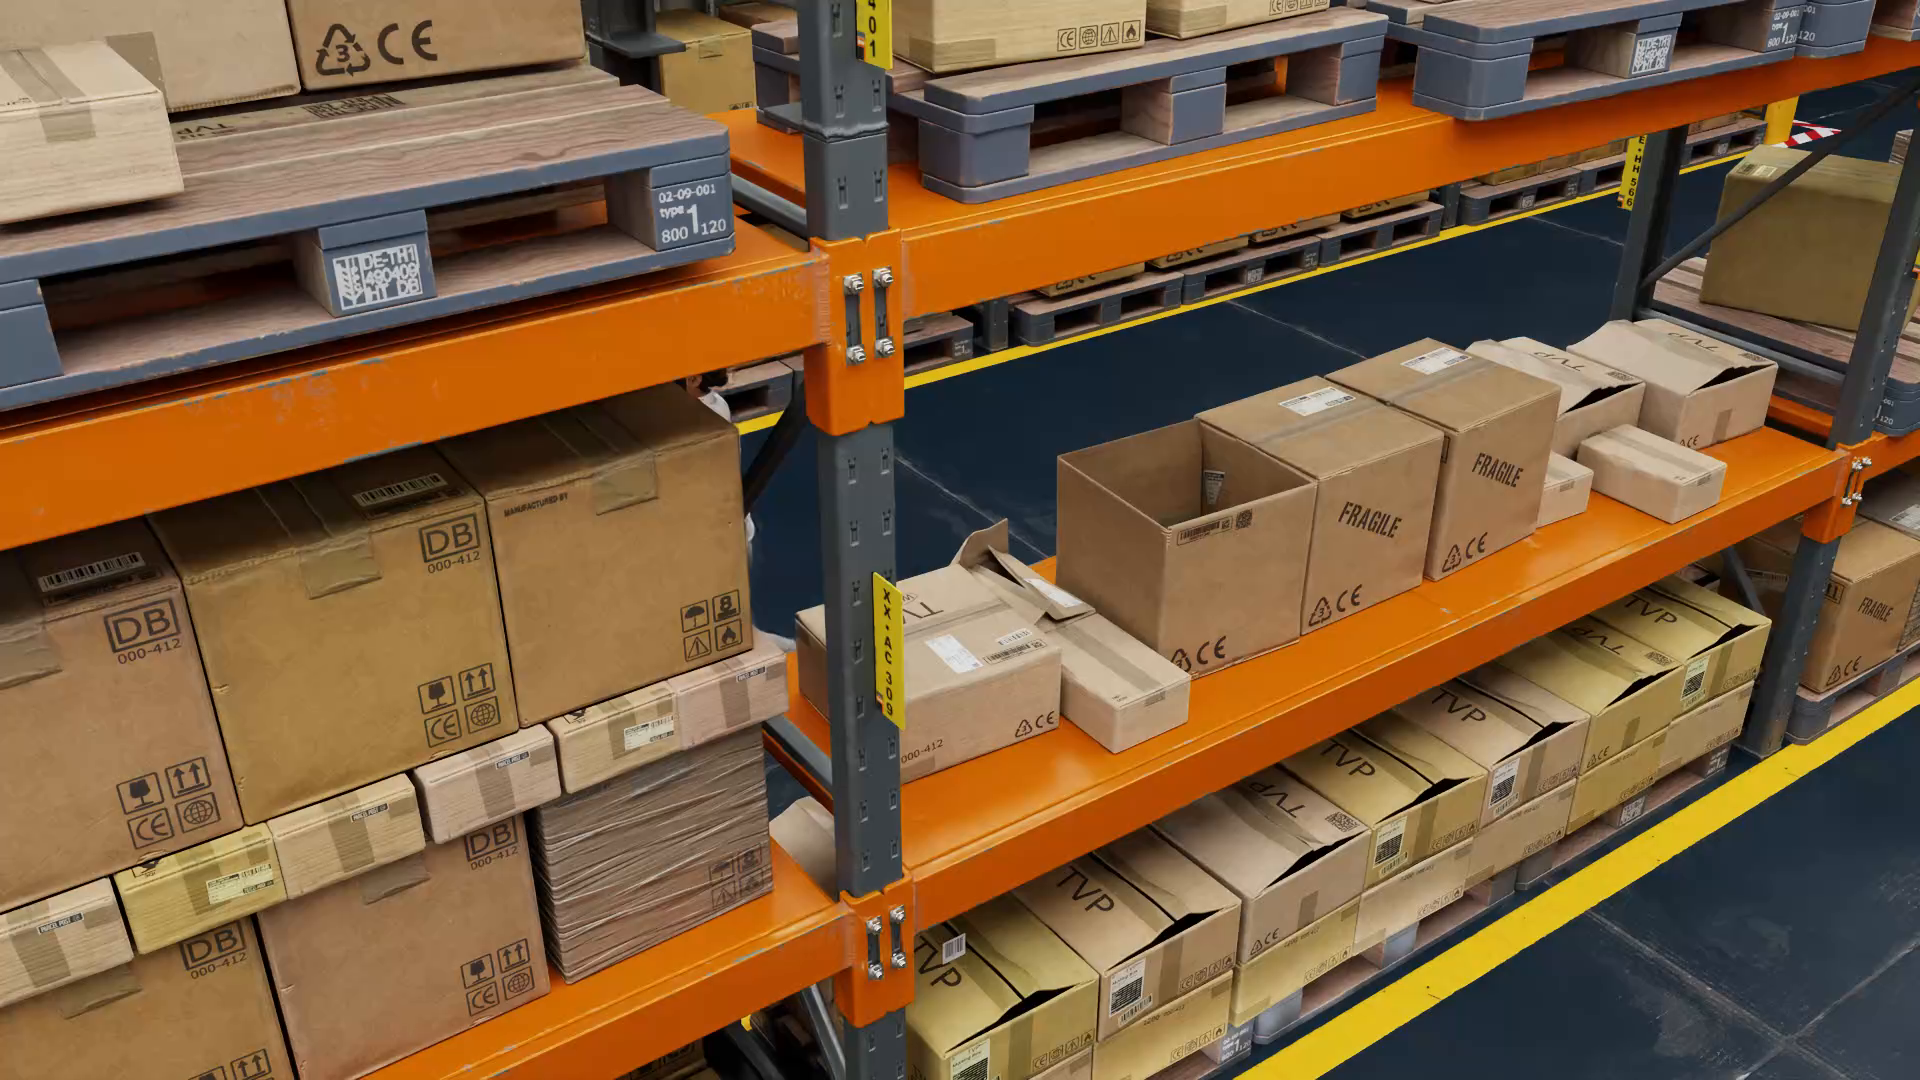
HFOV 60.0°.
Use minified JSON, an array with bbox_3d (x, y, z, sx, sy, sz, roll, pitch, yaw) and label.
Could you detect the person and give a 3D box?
[{"bbox_3d":[-0.842,0.004,6.066,0.807,1.653,0.494,-7,29,-12],"label":"person"}]
